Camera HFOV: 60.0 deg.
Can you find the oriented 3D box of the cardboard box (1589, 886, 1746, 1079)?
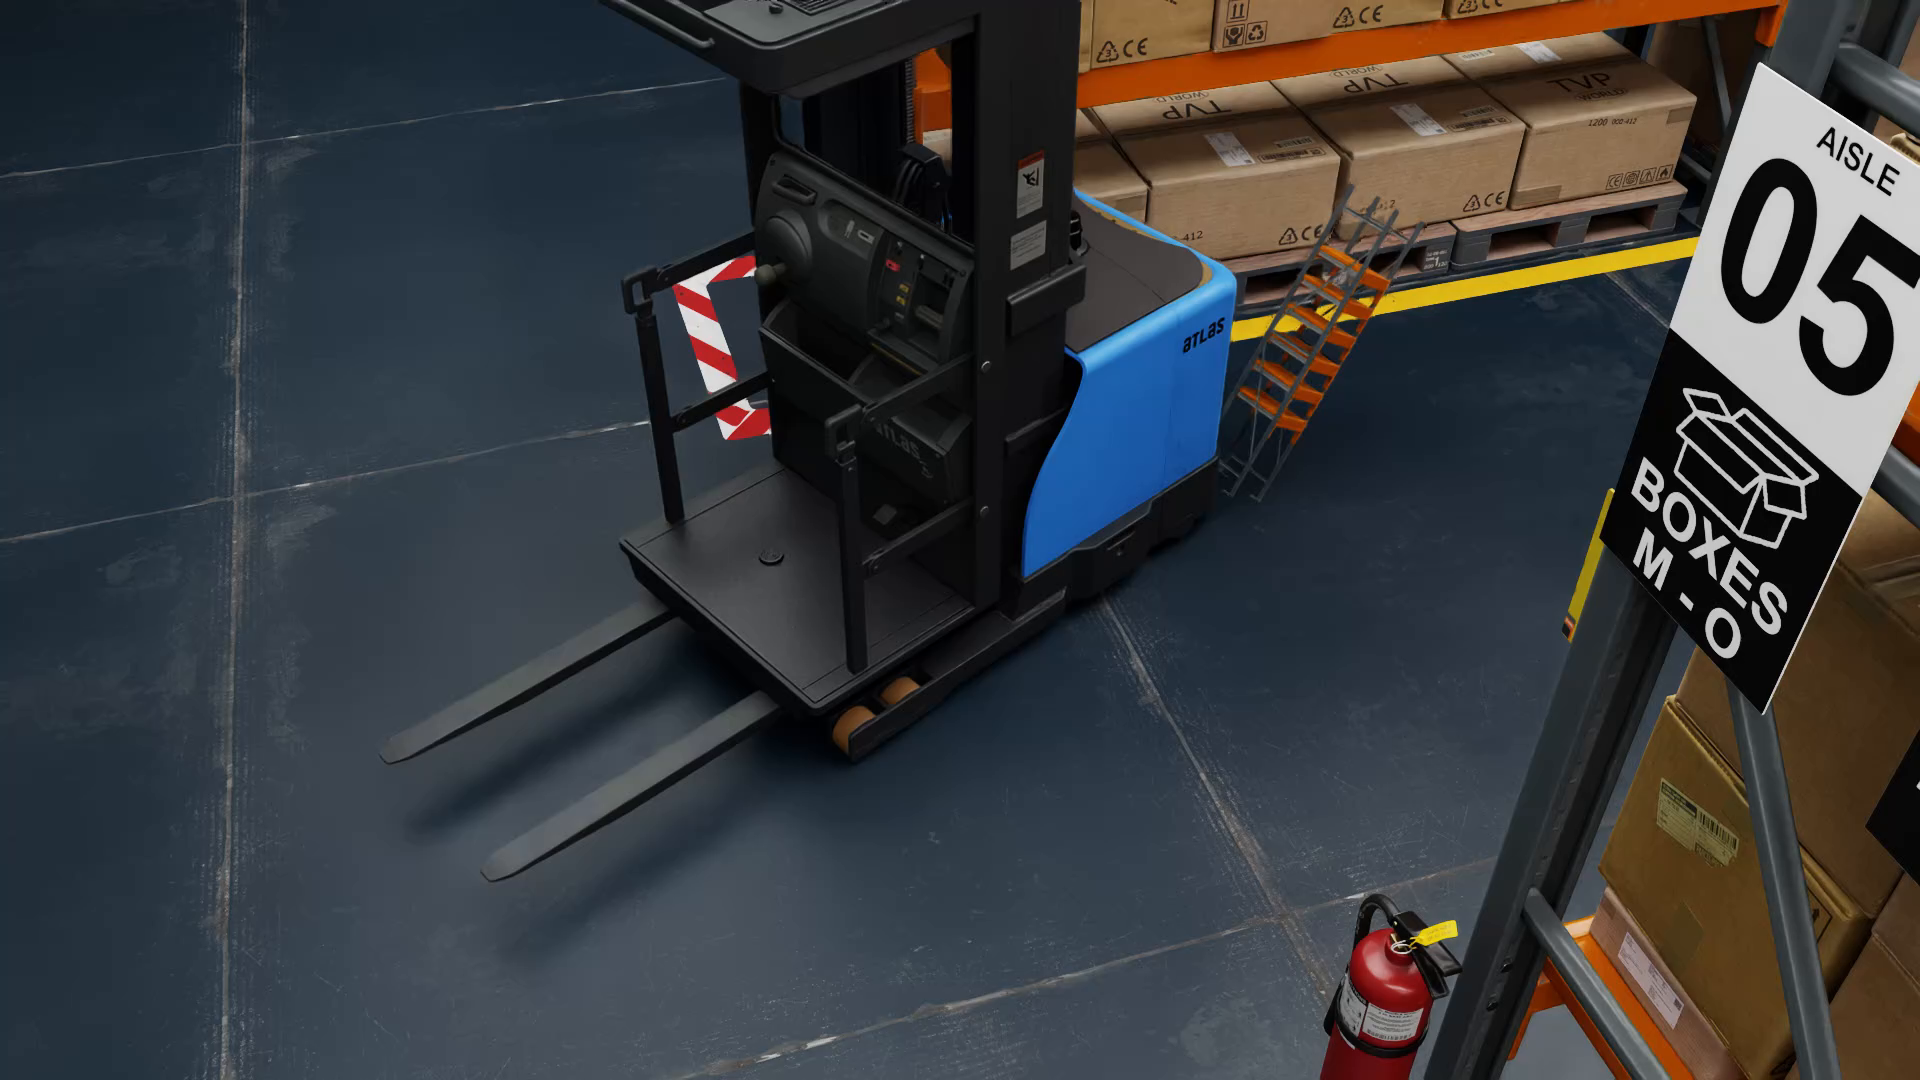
[{"bbox_3d":[1.444,0.829,3.212,0.250,0.149,0.380,-12,42,-13],"label":"cardboard box"}]

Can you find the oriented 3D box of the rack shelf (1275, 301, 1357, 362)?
[{"bbox_3d":[1.321,-0.782,6.199,0.180,0.103,0.258,7,28,-46],"label":"rack shelf"}]

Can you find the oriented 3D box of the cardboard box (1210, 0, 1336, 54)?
[{"bbox_3d":[1.144,-2.269,6.492,0.500,0.500,0.500,-12,43,-13],"label":"cardboard box"}]

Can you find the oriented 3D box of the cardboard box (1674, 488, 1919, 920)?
[{"bbox_3d":[1.580,0.203,2.675,0.500,0.500,0.500,-13,43,-14],"label":"cardboard box"}]

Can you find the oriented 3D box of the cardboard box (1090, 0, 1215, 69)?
[{"bbox_3d":[0.653,-2.180,6.389,0.500,0.500,0.500,-12,43,-14],"label":"cardboard box"}]

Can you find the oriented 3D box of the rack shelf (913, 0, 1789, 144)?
[{"bbox_3d":[1.542,-2.235,7.075,4.000,0.370,1.077,-12,42,-13],"label":"rack shelf"}]

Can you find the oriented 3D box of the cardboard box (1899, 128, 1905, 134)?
[{"bbox_3d":[4.877,-2.615,8.259,0.875,0.875,0.875,-11,42,-12],"label":"cardboard box"}]

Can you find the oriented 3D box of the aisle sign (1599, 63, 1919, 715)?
[{"bbox_3d":[1.058,-0.177,2.196,0.004,0.787,0.394,-12,42,-13],"label":"aisle sign"}]

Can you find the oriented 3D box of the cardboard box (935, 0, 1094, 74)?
[{"bbox_3d":[0.179,-2.063,6.255,0.500,0.500,0.500,-12,43,-13],"label":"cardboard box"}]

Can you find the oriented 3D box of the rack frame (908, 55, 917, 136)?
[{"bbox_3d":[-0.365,-2.110,6.385,0.127,3.000,1.000,-12,42,-13],"label":"rack frame"}]

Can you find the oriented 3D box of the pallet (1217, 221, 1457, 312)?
[{"bbox_3d":[1.536,-1.506,7.813,1.213,0.211,1.003,-12,42,-13],"label":"pallet"}]

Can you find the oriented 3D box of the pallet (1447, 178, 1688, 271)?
[{"bbox_3d":[2.701,-1.749,8.092,1.213,0.211,1.003,-12,42,-13],"label":"pallet"}]

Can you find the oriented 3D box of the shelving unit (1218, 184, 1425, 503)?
[{"bbox_3d":[1.288,-0.718,6.224,0.189,1.200,0.258,7,28,-46],"label":"shelving unit"}]

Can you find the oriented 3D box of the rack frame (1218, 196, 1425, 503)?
[{"bbox_3d":[1.351,-0.710,6.289,0.006,1.200,0.240,7,28,-46],"label":"rack frame"}]

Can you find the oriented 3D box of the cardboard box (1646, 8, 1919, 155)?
[{"bbox_3d":[4.017,-2.431,8.049,0.875,0.875,0.875,-10,42,-12],"label":"cardboard box"}]

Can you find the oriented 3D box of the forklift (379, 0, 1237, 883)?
[{"bbox_3d":[-0.462,-0.786,4.922,3.031,2.935,1.130,-31,50,-31],"label":"forklift"}]

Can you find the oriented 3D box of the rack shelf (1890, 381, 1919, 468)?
[{"bbox_3d":[3.126,-0.278,2.555,4.000,0.370,1.077,-12,42,-13],"label":"rack shelf"}]

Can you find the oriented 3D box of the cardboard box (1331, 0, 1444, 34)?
[{"bbox_3d":[1.616,-2.379,6.617,0.500,0.500,0.500,-10,42,-12],"label":"cardboard box"}]

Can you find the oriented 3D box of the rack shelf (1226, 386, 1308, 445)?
[{"bbox_3d":[1.162,-0.480,6.315,0.180,0.103,0.258,7,28,-46],"label":"rack shelf"}]

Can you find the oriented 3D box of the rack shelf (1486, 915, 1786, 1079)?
[{"bbox_3d":[3.126,0.852,3.542,4.000,0.370,1.077,-12,42,-13],"label":"rack shelf"}]

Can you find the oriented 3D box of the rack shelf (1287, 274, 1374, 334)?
[{"bbox_3d":[1.374,-0.882,6.160,0.180,0.103,0.258,7,28,-46],"label":"rack shelf"}]

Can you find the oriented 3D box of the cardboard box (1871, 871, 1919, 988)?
[{"bbox_3d":[1.726,0.528,2.304,0.500,0.500,0.500,-12,43,-13],"label":"cardboard box"}]

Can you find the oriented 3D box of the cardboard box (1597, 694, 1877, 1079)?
[{"bbox_3d":[1.569,0.576,3.008,0.500,0.500,0.500,-11,42,-12],"label":"cardboard box"}]

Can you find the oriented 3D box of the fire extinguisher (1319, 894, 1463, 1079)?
[{"bbox_3d":[0.839,0.906,3.275,0.183,0.674,0.296,-12,42,-13],"label":"fire extinguisher"}]

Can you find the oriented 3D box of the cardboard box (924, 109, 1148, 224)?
[{"bbox_3d":[0.234,-1.497,7.311,0.875,0.438,0.875,-13,43,-15],"label":"cardboard box"}]

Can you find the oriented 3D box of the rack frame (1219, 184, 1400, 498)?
[{"bbox_3d":[1.224,-0.726,6.158,0.006,1.200,0.240,7,28,-46],"label":"rack frame"}]

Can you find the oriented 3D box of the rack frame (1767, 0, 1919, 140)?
[{"bbox_3d":[1.218,-1.283,0.879,0.127,3.000,1.000,-12,42,-13],"label":"rack frame"}]

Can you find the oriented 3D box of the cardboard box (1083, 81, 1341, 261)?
[{"bbox_3d":[1.105,-1.683,7.524,0.875,0.438,0.875,-11,42,-12],"label":"cardboard box"}]

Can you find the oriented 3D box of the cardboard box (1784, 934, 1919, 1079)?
[{"bbox_3d":[1.729,0.911,2.625,0.500,0.500,0.500,-10,42,-11],"label":"cardboard box"}]

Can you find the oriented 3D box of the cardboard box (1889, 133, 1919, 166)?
[{"bbox_3d":[1.573,-0.353,2.208,0.500,0.250,0.500,-13,43,-14],"label":"cardboard box"}]

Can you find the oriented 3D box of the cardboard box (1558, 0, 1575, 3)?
[{"bbox_3d":[2.595,-2.581,6.849,0.500,0.500,0.500,-13,43,-14],"label":"cardboard box"}]

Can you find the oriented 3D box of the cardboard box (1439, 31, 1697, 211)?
[{"bbox_3d":[2.819,-2.037,7.930,0.875,0.438,0.875,-12,43,-14],"label":"cardboard box"}]

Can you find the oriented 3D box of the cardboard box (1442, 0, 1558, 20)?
[{"bbox_3d":[2.120,-2.473,6.724,0.500,0.500,0.500,-12,43,-14],"label":"cardboard box"}]

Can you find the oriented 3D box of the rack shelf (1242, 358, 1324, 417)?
[{"bbox_3d":[1.215,-0.580,6.277,0.180,0.103,0.258,7,28,-46],"label":"rack shelf"}]

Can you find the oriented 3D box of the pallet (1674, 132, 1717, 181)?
[{"bbox_3d":[4.163,-2.050,8.436,1.213,0.211,1.003,-12,42,-13],"label":"pallet"}]

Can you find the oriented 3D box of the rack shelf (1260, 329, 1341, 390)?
[{"bbox_3d":[1.268,-0.681,6.238,0.180,0.103,0.258,7,28,-46],"label":"rack shelf"}]

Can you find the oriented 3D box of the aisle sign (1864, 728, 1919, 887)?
[{"bbox_3d":[1.239,0.200,1.765,0.004,0.787,0.394,-12,42,-13],"label":"aisle sign"}]

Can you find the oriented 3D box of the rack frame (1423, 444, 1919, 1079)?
[{"bbox_3d":[1.218,0.976,2.853,0.127,3.000,1.000,-12,42,-13],"label":"rack frame"}]

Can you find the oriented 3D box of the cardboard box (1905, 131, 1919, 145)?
[{"bbox_3d":[1.581,-0.536,2.038,0.500,0.250,0.500,-13,43,-14],"label":"cardboard box"}]

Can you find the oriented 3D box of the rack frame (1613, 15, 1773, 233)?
[{"bbox_3d":[3.450,-2.901,7.290,0.127,3.000,1.000,-12,42,-13],"label":"rack frame"}]

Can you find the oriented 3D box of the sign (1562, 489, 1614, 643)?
[{"bbox_3d":[1.071,0.069,2.771,0.005,0.325,0.100,-12,42,-13],"label":"sign"}]

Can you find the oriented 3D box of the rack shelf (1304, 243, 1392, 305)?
[{"bbox_3d":[1.427,-0.983,6.122,0.180,0.103,0.258,7,28,-46],"label":"rack shelf"}]

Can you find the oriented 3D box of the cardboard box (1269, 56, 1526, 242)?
[{"bbox_3d":[1.965,-1.860,7.727,0.875,0.438,0.875,-13,43,-14],"label":"cardboard box"}]
